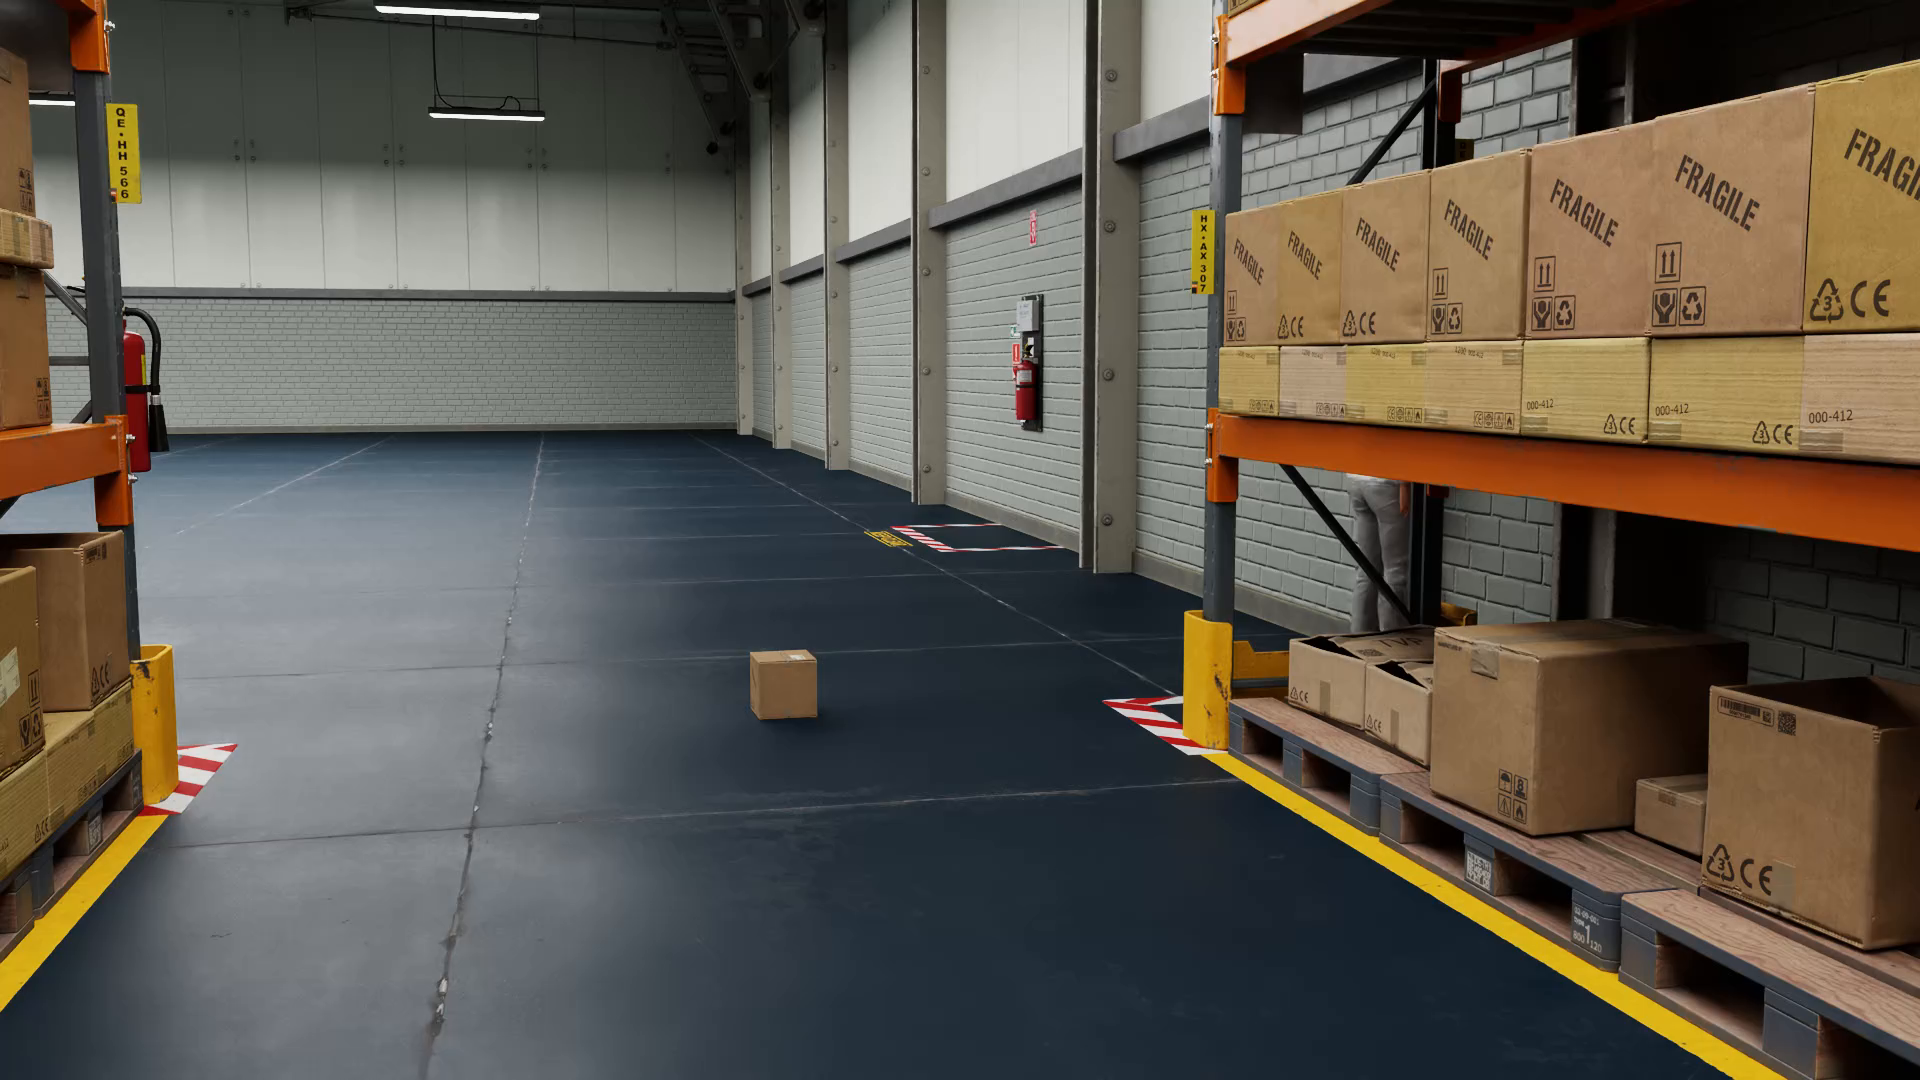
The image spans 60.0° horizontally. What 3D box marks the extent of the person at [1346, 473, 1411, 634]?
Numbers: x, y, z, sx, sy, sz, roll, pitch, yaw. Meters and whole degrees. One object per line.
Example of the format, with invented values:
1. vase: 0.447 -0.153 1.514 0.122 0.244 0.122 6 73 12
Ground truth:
1. person: 2.074 -0.258 7.970 0.387 1.777 0.527 -1 6 -14
